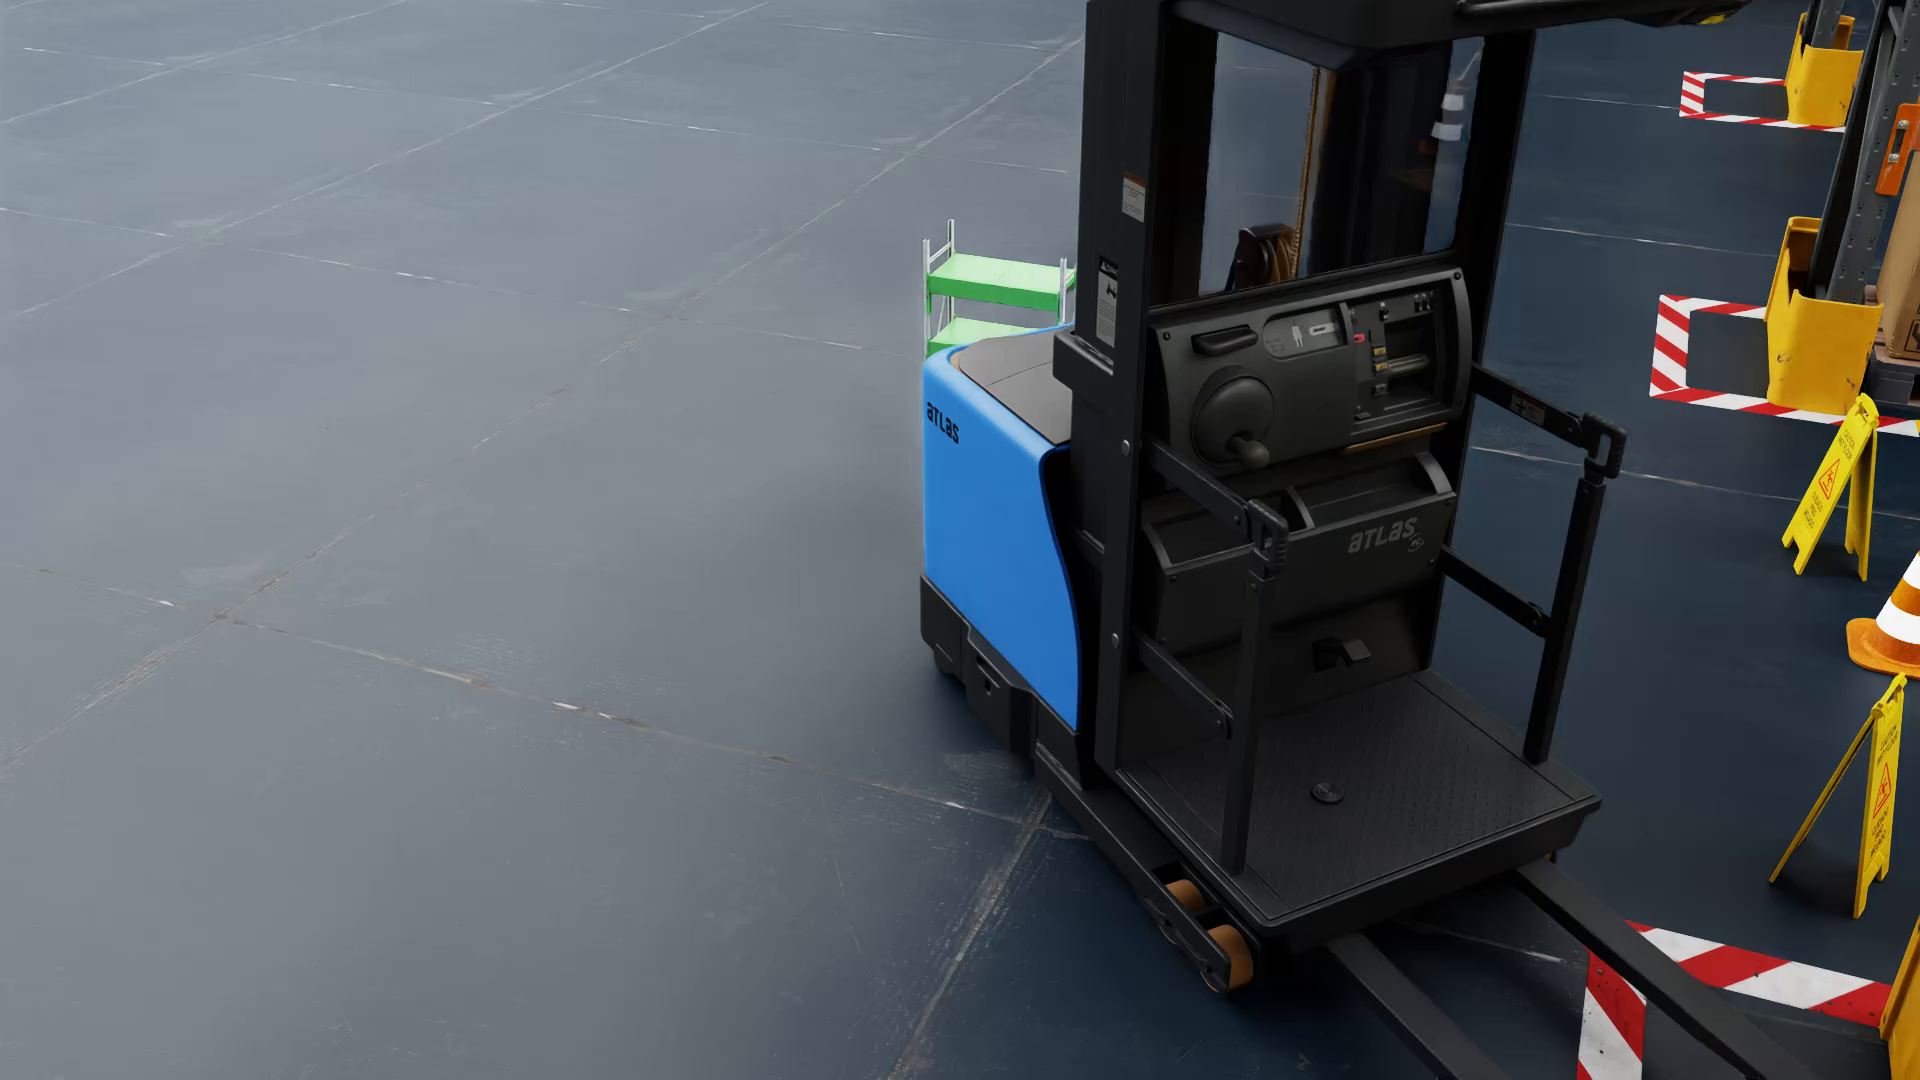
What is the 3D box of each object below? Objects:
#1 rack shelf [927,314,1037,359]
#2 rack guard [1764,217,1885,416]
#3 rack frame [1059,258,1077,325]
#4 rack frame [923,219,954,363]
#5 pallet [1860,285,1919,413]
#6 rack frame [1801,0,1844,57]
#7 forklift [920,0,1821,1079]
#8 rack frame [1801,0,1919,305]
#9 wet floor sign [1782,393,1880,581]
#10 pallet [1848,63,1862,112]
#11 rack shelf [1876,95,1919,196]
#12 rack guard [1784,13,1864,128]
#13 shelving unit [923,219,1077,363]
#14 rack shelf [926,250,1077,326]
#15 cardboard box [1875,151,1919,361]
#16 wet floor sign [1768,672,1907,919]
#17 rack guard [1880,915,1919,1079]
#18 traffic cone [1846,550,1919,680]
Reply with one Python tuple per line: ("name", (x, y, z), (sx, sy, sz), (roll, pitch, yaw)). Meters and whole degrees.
("rack shelf", (0.153, -0.645, 5.814), (0.480, 0.148, 0.258), (11, 31, 19))
("rack guard", (3.923, -1.044, 7.589), (0.348, 0.500, 1.175), (11, 31, 19))
("rack frame", (0.379, -0.447, 5.821), (0.015, 1.200, 0.240), (11, 31, 19))
("rack frame", (-0.073, -0.537, 5.980), (0.015, 1.200, 0.240), (11, 31, 19))
("pallet", (4.716, -0.802, 7.454), (1.213, 0.211, 1.003), (11, 31, 19))
("rack frame", (5.904, -4.371, 10.934), (0.127, 3.000, 1.000), (11, 31, 19))
("forklift", (0.987, -0.381, 3.946), (1.130, 2.935, 3.031), (-14, 32, -23))
("rack frame", (3.946, -2.128, 6.966), (0.127, 3.000, 1.000), (11, 31, 19))
("wet floor sign", (3.174, -0.206, 5.958), (0.232, 0.644, 0.267), (6, 30, 11))
("pallet", (6.714, -2.976, 11.301), (1.213, 0.211, 1.003), (11, 31, 19))
("rack shelf", (5.799, -1.445, 6.489), (4.000, 0.370, 1.077), (11, 31, 19))
("rack guard", (5.974, -3.268, 11.525), (0.348, 0.500, 1.175), (11, 31, 19))
("shelving unit", (0.153, -0.492, 5.901), (0.503, 1.200, 0.258), (11, 31, 19))
("rack shelf", (0.153, -0.854, 5.696), (0.480, 0.148, 0.258), (11, 31, 19))
("cardboard box", (4.599, -1.290, 7.217), (0.875, 0.875, 0.875), (11, 31, 19))
("wet floor sign", (2.404, 0.650, 4.445), (0.232, 0.644, 0.267), (24, 37, 36))
("rack guard", (2.249, 1.250, 3.530), (0.348, 0.500, 1.175), (11, 31, 19))
("traffic cone", (3.164, 0.175, 5.471), (0.334, 0.463, 0.336), (11, 31, 19))
